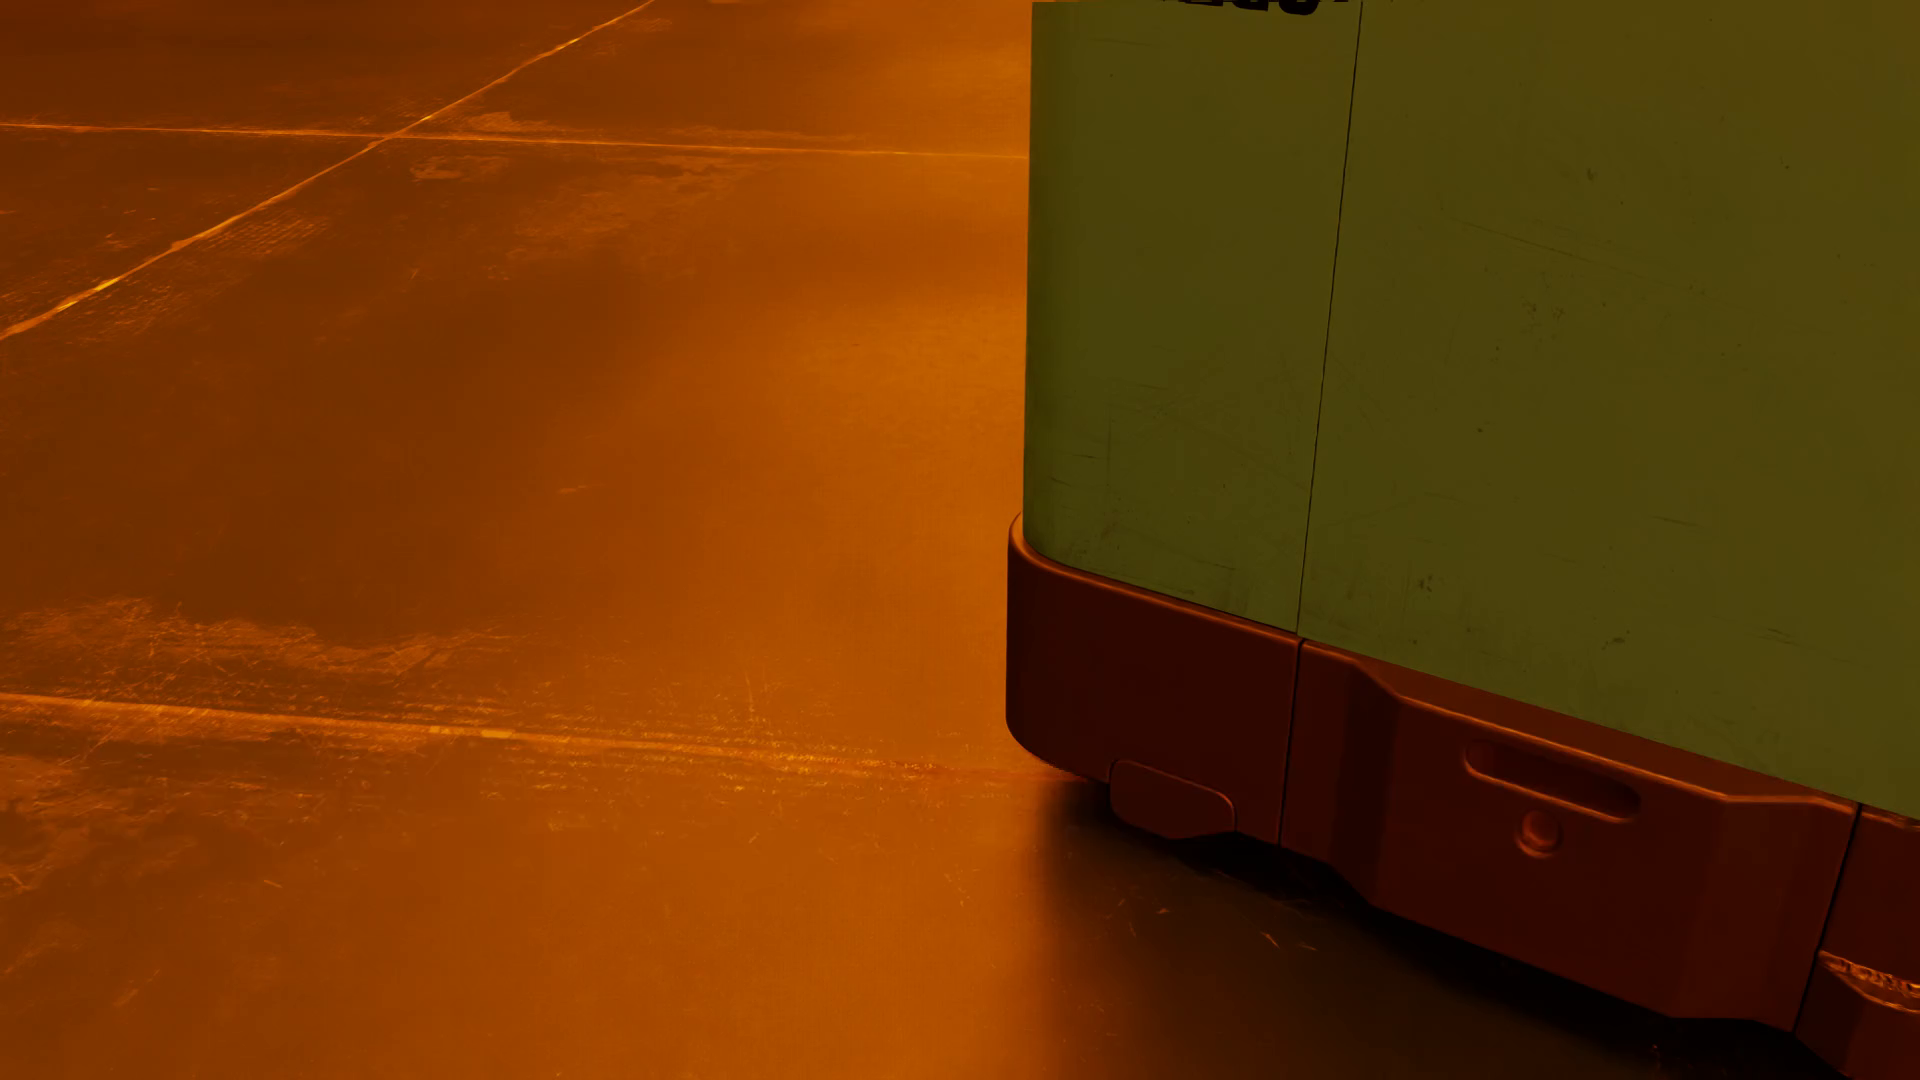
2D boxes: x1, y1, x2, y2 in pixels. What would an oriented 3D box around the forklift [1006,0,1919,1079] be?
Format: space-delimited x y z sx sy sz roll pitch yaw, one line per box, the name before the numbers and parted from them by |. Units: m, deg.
forklift | 1.562 -0.845 0.911 3.031 2.935 1.130 17 31 30
